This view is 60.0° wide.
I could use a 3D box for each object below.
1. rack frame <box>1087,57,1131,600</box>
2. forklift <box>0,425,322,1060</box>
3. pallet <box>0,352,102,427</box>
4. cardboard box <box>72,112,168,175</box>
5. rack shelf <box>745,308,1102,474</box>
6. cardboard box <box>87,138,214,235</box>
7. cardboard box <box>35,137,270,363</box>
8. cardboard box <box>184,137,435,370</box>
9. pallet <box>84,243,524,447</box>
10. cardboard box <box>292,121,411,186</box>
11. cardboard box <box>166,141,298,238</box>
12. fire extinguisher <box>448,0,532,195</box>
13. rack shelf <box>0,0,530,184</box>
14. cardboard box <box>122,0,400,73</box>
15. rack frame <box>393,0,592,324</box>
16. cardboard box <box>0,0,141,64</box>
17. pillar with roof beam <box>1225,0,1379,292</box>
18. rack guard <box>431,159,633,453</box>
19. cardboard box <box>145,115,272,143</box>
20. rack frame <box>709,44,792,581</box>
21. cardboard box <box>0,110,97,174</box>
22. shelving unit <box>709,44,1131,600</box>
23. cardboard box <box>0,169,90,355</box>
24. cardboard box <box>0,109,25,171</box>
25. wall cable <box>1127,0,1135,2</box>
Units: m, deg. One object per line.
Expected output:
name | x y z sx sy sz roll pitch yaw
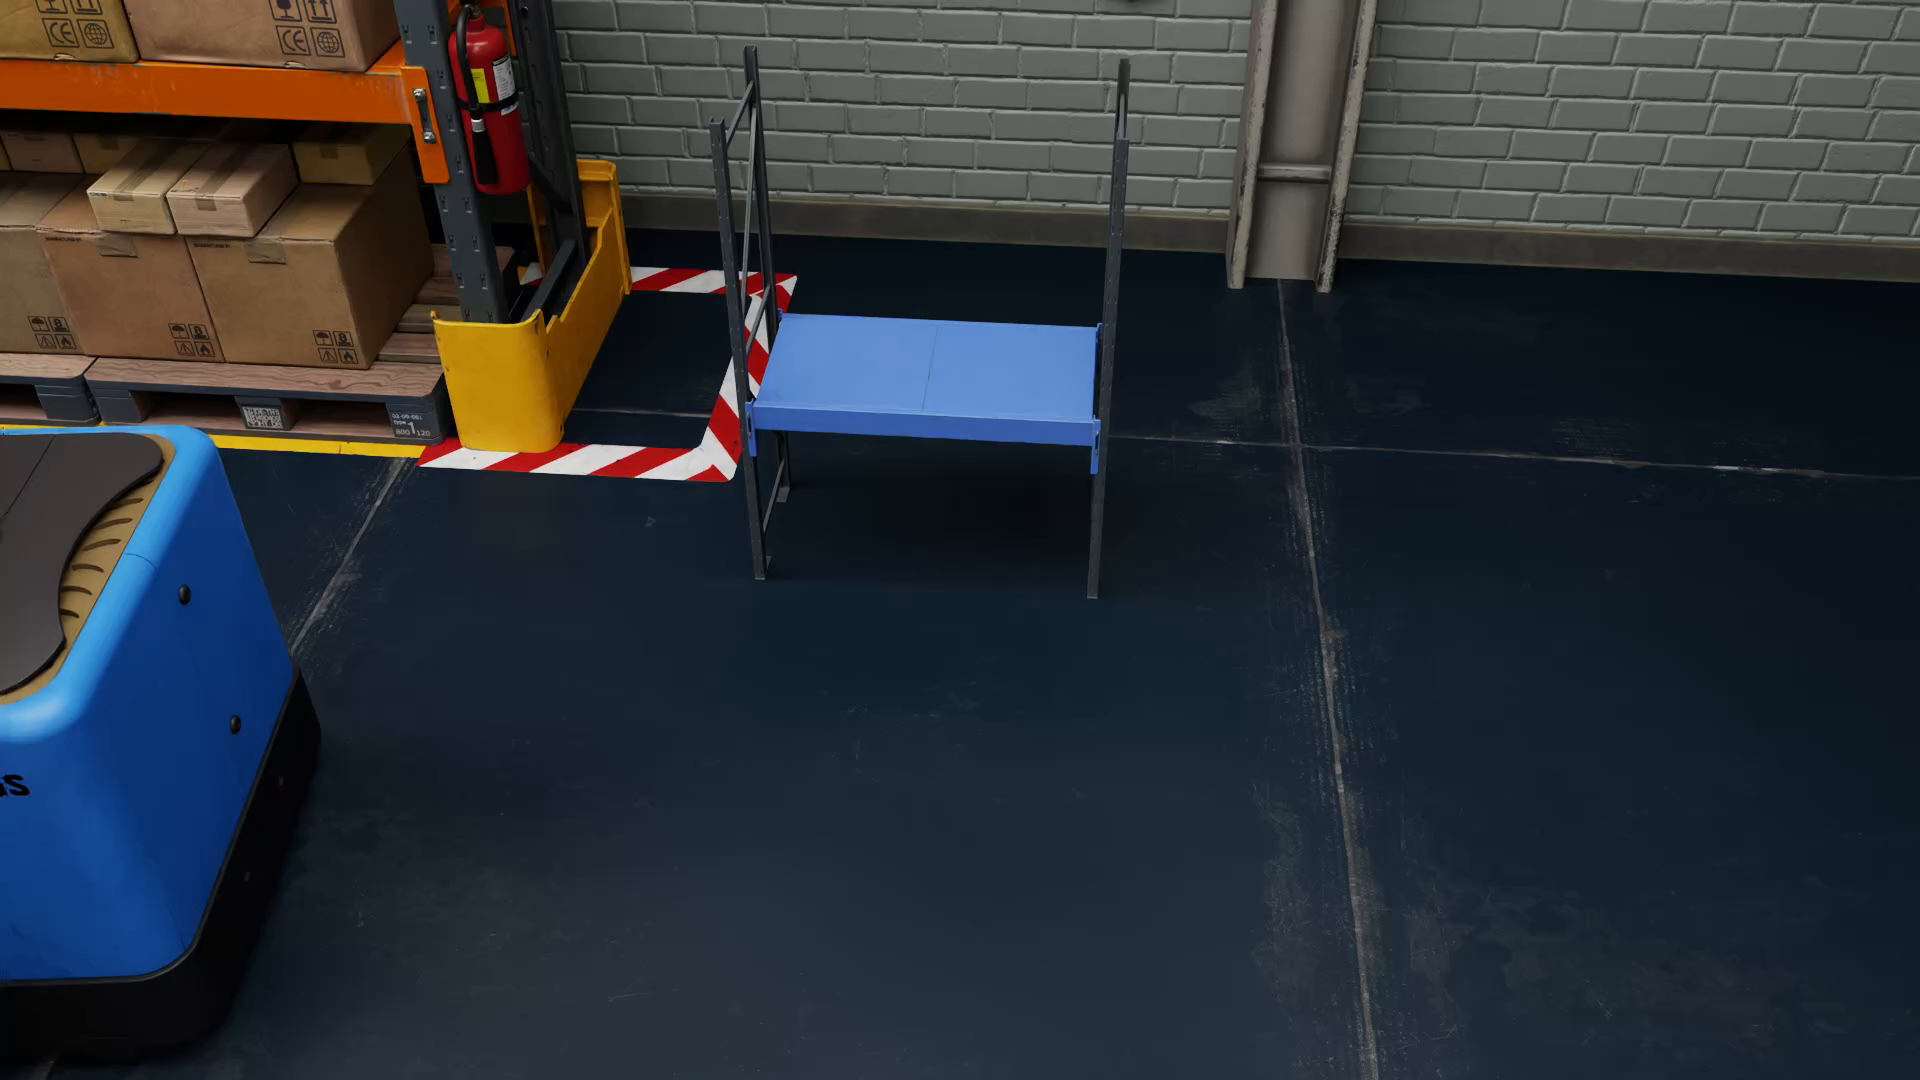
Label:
rack frame | 0.421 -0.559 4.748 0.032 1.500 0.500 3 39 4
forklift | -3.213 -0.233 3.214 3.031 2.935 1.130 -2 39 -2
pallet | -3.528 -0.811 6.080 1.213 0.211 1.003 3 39 4
cardboard box | -2.831 -1.411 5.741 0.250 0.149 0.380 3 39 4
rack shelf | -0.085 -0.447 4.896 1.000 0.185 0.538 3 39 4
cardboard box | -2.617 -1.157 5.428 0.250 0.149 0.380 4 39 5
cardboard box | -2.717 -1.026 5.782 0.500 0.500 0.700 3 39 4
cardboard box | -2.218 -0.999 5.749 0.500 0.500 0.700 3 39 4
pallet | -2.316 -0.743 5.996 1.213 0.211 1.003 3 39 4
cardboard box | -2.076 -1.370 5.690 0.250 0.149 0.380 3 39 4
cardboard box | -2.362 -1.143 5.412 0.250 0.149 0.380 3 39 3
fire extinguisher | -1.402 -1.357 4.898 0.183 0.674 0.296 3 39 4
rack shelf | -3.505 -1.660 5.484 4.000 0.370 1.077 3 39 4
cardboard box | -2.021 -1.968 5.055 0.700 0.700 0.980 5 39 6
rack frame | -1.512 -1.831 5.123 0.127 3.000 1.000 3 39 4
cardboard box | -2.747 -2.001 5.095 0.700 0.700 0.980 3 39 3
pillar with roof beam | 0.881 -1.847 0.390 0.400 9.000 9.100 3 39 4
rack guard | -1.488 -0.860 5.910 0.348 0.500 1.175 3 39 4
cardboard box | -2.581 -1.397 5.724 0.250 0.149 0.380 3 39 4
rack frame | -0.591 -0.614 4.816 0.032 1.500 0.500 3 39 4
cardboard box | -3.084 -1.424 5.757 0.250 0.149 0.380 4 39 4
shelving unit | -0.085 -0.586 4.782 1.048 1.500 0.538 3 39 4
cardboard box | -3.218 -1.053 5.815 0.500 0.500 0.700 2 39 2
cardboard box | -3.340 -1.438 5.774 0.250 0.149 0.380 4 39 4
wall cable | -0.155 -2.750 5.447 1.851 1.984 0.084 3 39 4
